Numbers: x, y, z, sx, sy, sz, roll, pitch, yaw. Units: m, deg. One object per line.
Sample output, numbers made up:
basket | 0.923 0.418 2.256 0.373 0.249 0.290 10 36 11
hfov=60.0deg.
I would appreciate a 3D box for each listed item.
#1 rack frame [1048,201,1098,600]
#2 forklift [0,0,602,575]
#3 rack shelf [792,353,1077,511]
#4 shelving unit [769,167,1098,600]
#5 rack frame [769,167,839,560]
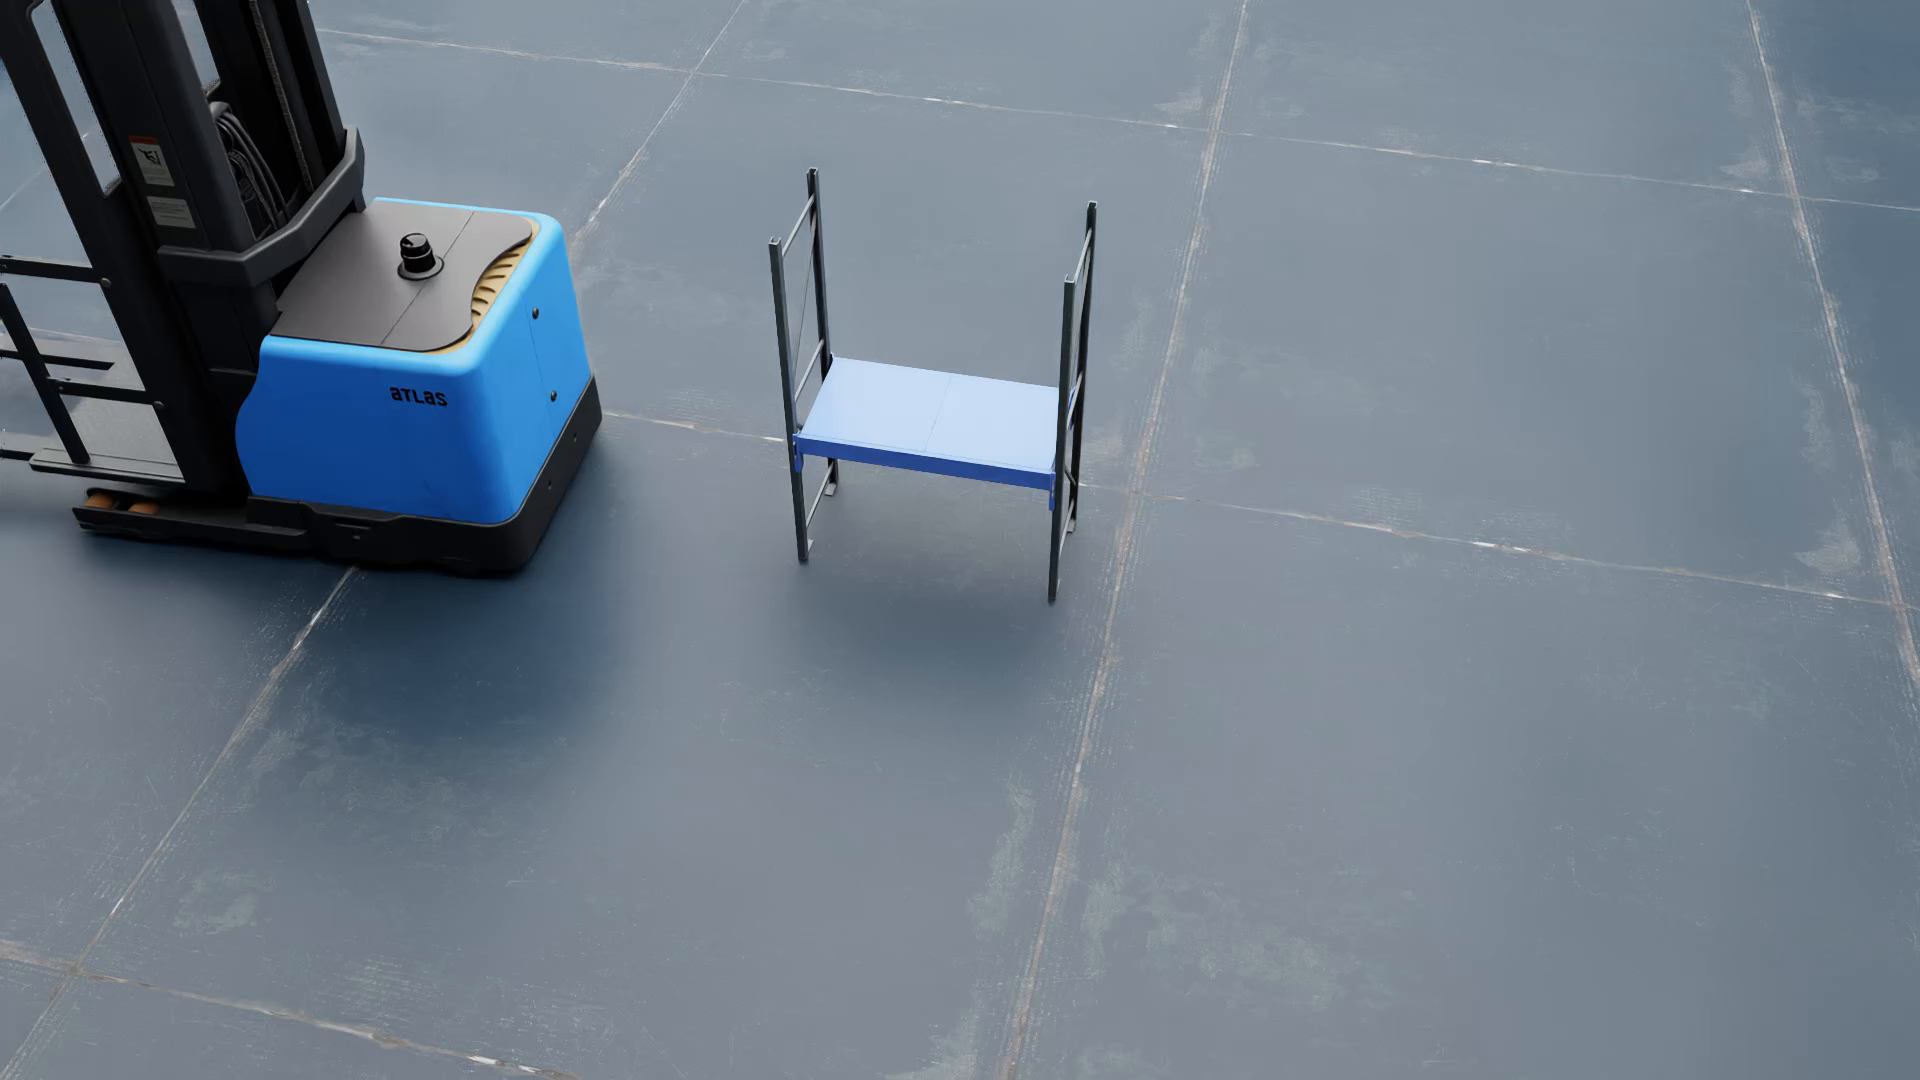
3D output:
rack frame | 0.413 -0.476 6.163 0.032 1.500 0.500 9 45 9
forklift | -3.113 -1.412 6.103 3.031 2.935 1.130 7 44 7
rack shelf | -0.083 -0.424 6.368 1.000 0.185 0.538 9 45 9
shelving unit | -0.083 -0.553 6.243 1.048 1.500 0.538 9 45 9
rack frame | -0.579 -0.630 6.323 0.032 1.500 0.500 9 45 9
